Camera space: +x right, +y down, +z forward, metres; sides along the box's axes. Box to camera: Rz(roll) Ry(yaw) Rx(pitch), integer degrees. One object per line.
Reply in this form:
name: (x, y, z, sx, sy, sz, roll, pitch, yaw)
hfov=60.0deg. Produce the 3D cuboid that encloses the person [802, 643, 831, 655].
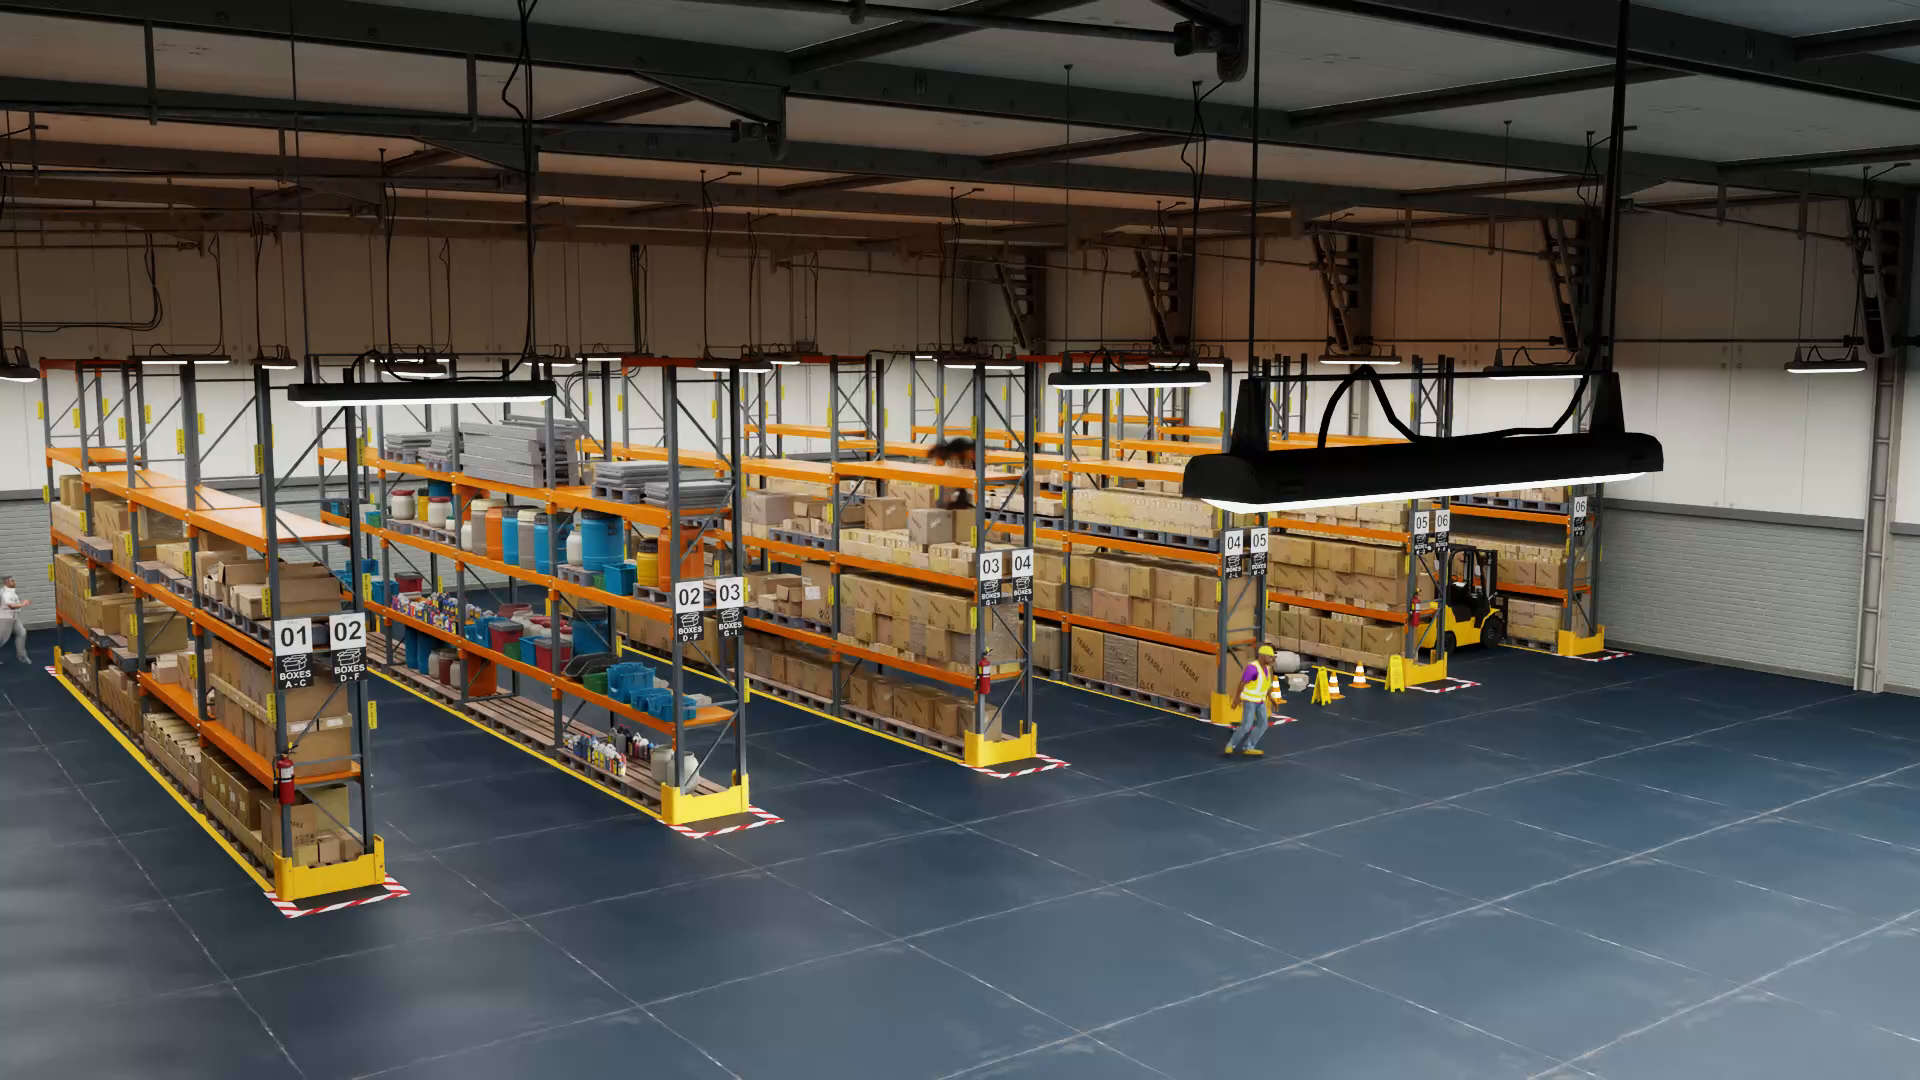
person: (-2.745, 1.645, 32.609, 1.009, 1.625, 0.601, 6, 9, 41)

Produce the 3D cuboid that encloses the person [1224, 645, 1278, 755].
person: (4.454, 2.442, 25.387, 0.658, 1.696, 0.813, 6, 9, 39)

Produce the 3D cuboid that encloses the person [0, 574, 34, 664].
person: (-18.551, 1.567, 32.395, 0.887, 1.839, 0.647, -3, 8, -27)
